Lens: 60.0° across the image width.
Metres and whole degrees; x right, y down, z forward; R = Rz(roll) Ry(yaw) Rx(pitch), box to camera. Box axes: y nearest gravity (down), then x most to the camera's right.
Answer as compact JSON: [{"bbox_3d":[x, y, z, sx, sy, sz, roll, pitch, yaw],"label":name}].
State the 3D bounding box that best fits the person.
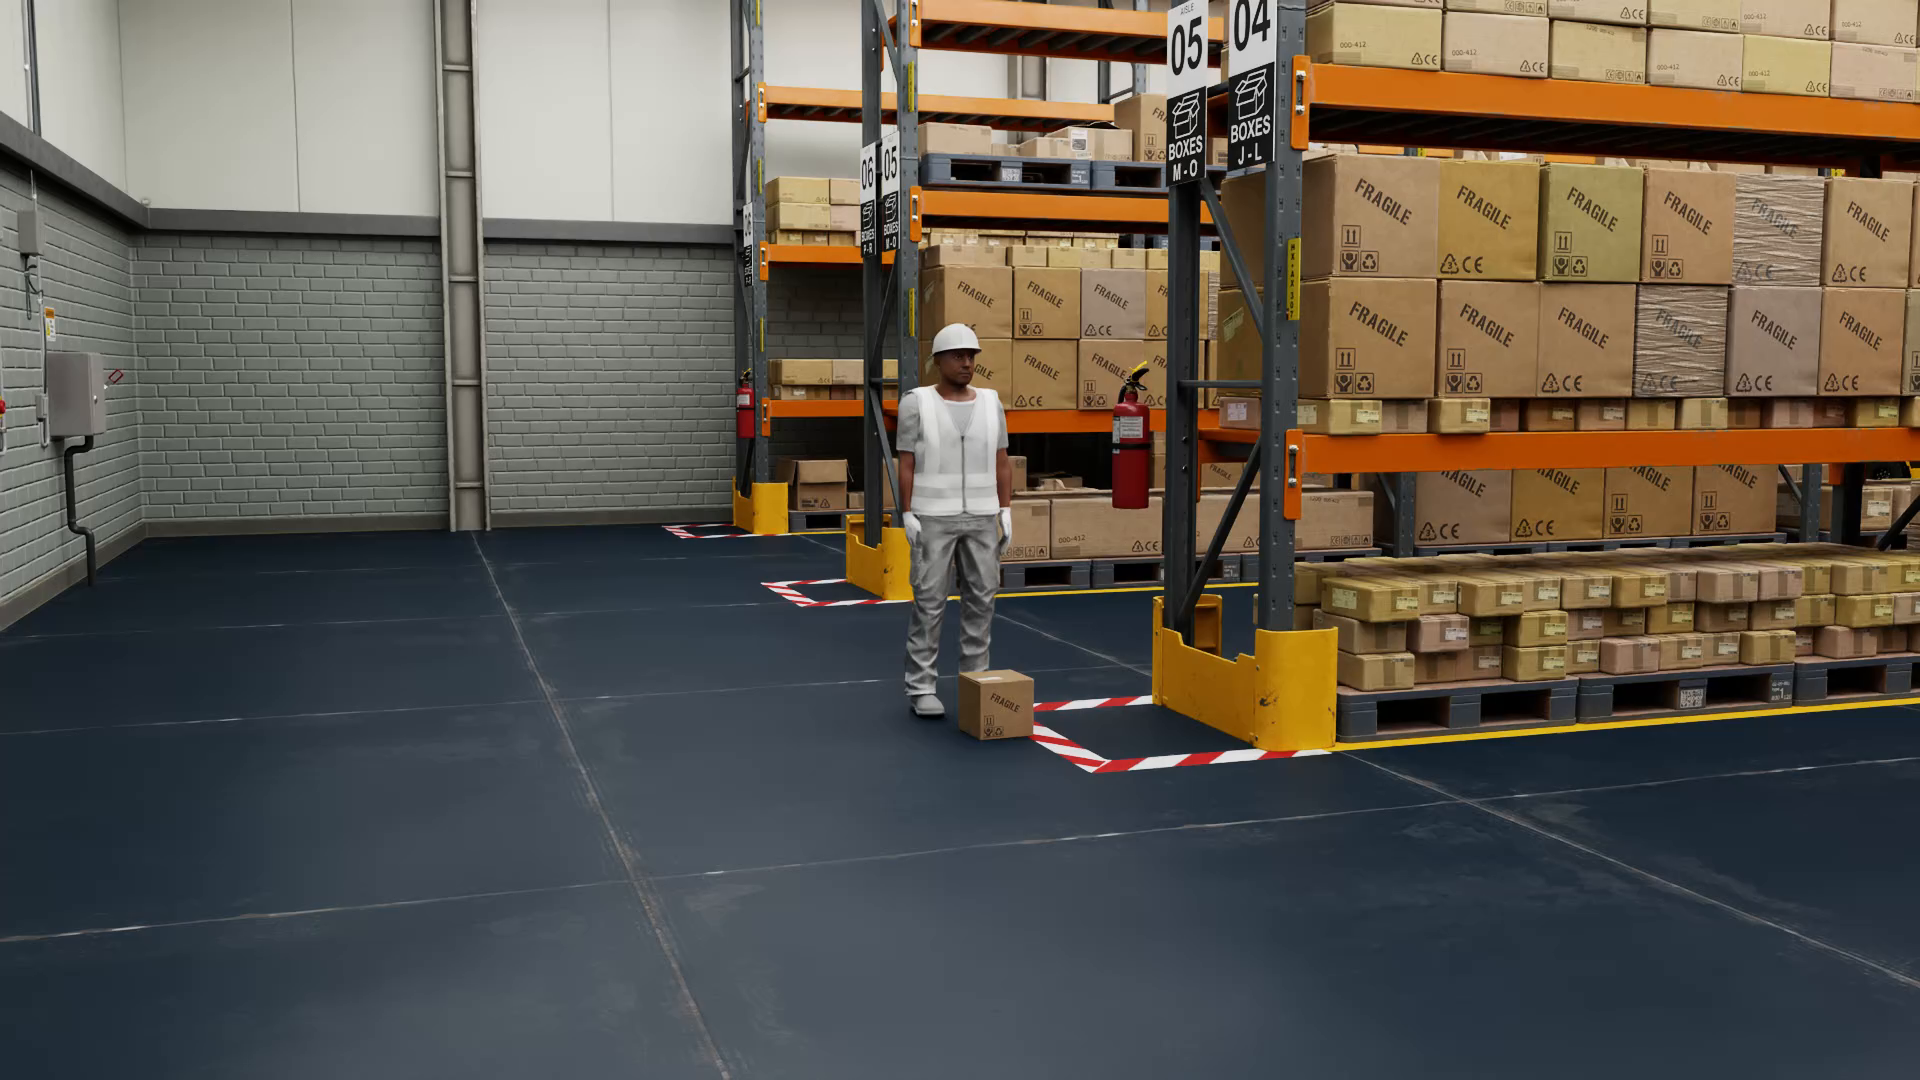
[{"bbox_3d":[-0.015,-0.096,7.634,0.545,1.782,0.354,-2,6,-19],"label":"person"}]
